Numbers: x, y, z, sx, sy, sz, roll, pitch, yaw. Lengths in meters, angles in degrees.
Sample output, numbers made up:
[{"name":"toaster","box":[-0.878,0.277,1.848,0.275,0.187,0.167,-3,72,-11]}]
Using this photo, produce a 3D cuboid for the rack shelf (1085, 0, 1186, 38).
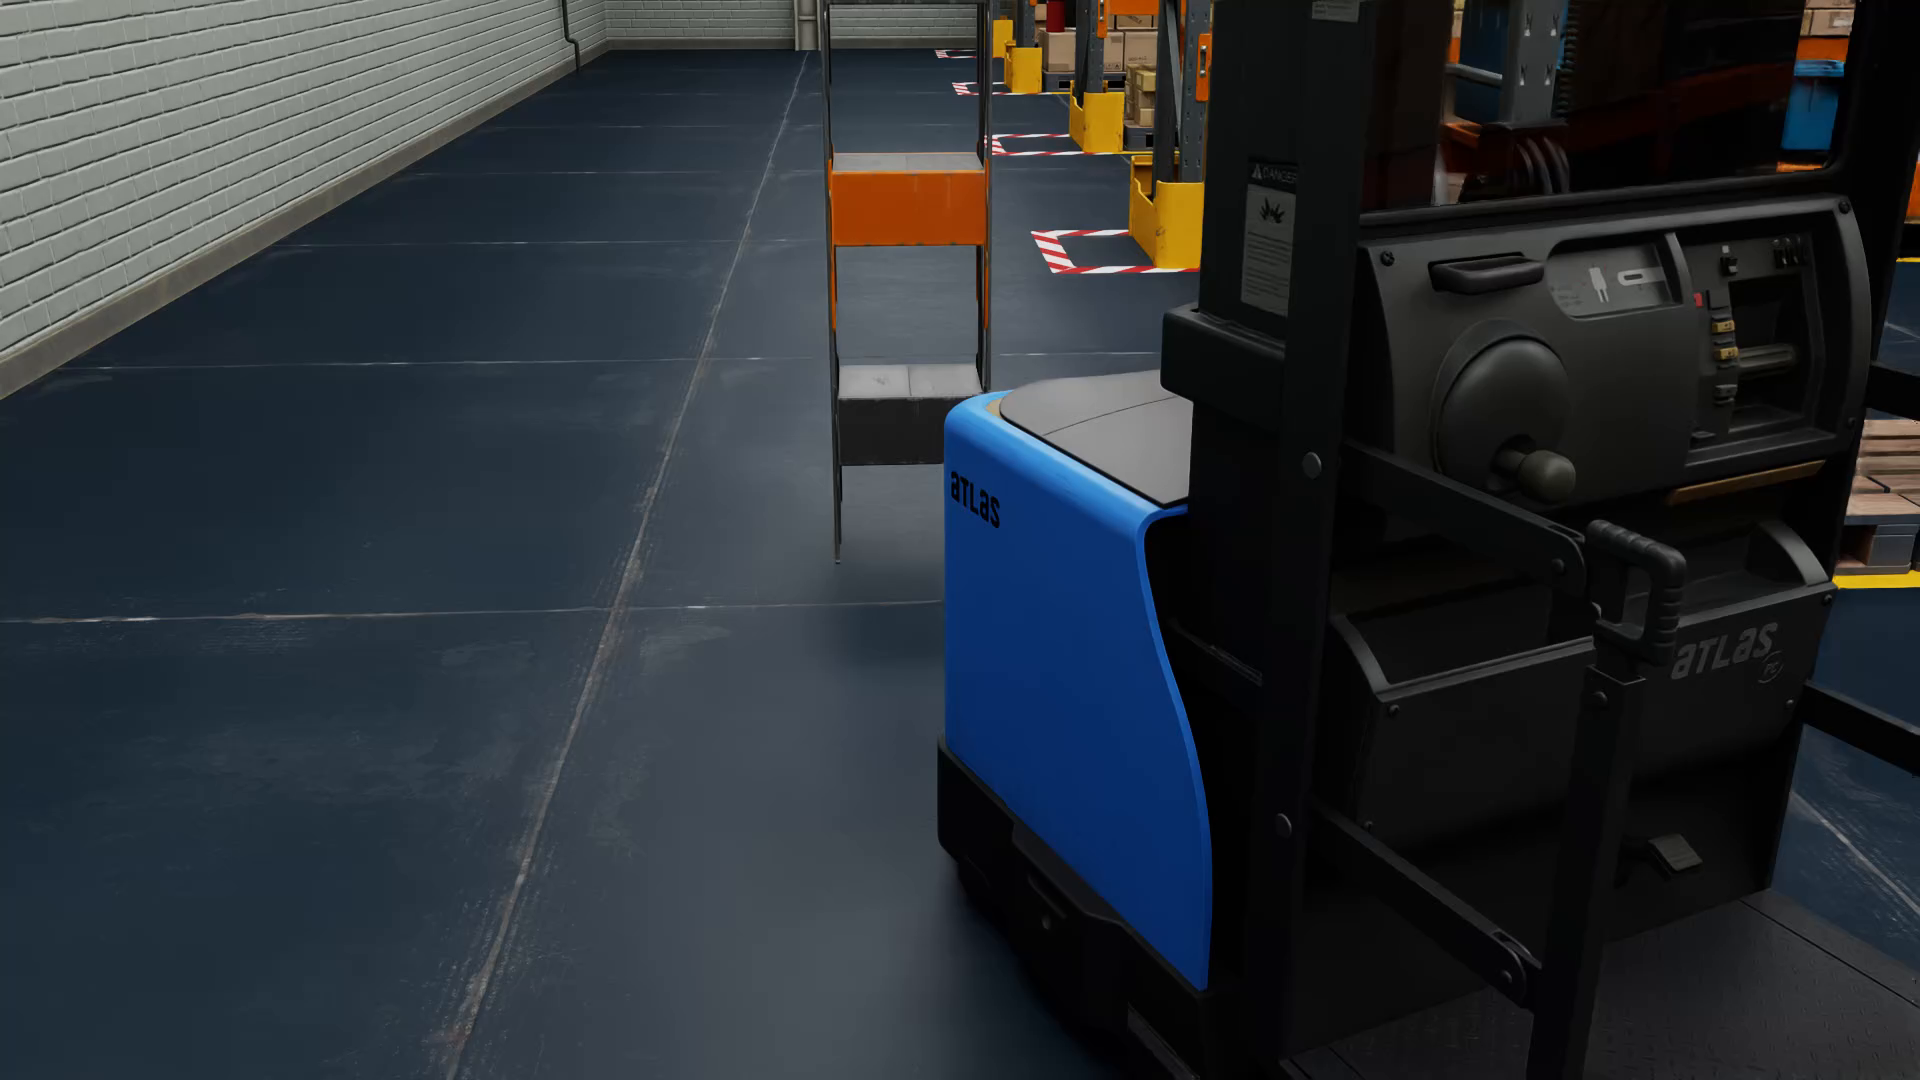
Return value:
[{"name":"rack shelf","box":[3.140,-4.683,14.716,4.000,0.370,1.077,-1,21,-3]}]

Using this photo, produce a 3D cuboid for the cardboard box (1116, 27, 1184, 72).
[{"name":"cardboard box","box":[2.326,-5.804,19.661,0.875,0.438,0.875,-1,21,-2]}]

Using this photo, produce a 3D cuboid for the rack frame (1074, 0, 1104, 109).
[{"name":"rack frame","box":[1.143,-4.978,14.481,0.127,3.000,1.000,-1,21,-3]}]

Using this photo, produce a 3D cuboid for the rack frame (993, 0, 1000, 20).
[{"name":"rack frame","box":[0.473,-8.498,23.726,0.127,3.000,1.000,-1,21,-3]}]

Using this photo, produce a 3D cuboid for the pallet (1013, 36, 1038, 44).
[{"name":"pallet","box":[1.345,-7.213,24.269,1.213,0.211,1.003,-1,21,-3]}]

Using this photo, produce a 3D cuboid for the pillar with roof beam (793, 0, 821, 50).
[{"name":"pillar with roof beam","box":[-2.025,-10.038,19.339,0.400,9.000,9.100,-1,21,-3]}]

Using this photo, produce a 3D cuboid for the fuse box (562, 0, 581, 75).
[{"name":"fuse box","box":[-4.842,-6.759,20.969,0.414,1.711,0.539,-1,21,-3]}]

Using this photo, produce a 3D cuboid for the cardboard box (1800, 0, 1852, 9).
[{"name":"cardboard box","box":[4.893,-3.262,9.767,0.500,0.250,0.500,-2,21,-4]}]

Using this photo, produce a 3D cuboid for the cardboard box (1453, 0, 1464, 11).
[{"name":"cardboard box","box":[2.841,-3.219,9.653,0.500,0.250,0.500,-2,21,-5]}]

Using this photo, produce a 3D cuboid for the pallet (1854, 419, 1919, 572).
[{"name":"pallet","box":[3.649,-0.178,5.793,1.213,0.211,1.003,-1,21,-3]}]

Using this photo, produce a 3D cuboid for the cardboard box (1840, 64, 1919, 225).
[{"name":"cardboard box","box":[5.957,-2.519,10.418,0.875,0.875,1.225,-1,21,-3]}]

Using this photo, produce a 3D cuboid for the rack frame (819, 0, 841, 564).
[{"name":"rack frame","box":[-0.409,-0.973,5.226,0.015,2.100,0.400,-1,21,-3]}]

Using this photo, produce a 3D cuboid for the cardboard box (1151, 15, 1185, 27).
[{"name":"cardboard box","box":[2.981,-7.529,24.105,0.500,0.500,0.700,-2,21,-5]}]

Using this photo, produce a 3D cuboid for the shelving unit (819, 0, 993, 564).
[{"name":"shelving unit","box":[-0.165,-0.978,5.239,0.503,2.100,0.431,-1,21,-3]}]

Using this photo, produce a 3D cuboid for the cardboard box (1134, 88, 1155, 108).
[{"name":"cardboard box","box":[1.681,-3.901,14.649,0.250,0.149,0.380,0,21,-1]}]

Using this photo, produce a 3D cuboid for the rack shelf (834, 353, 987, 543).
[{"name":"rack shelf","box":[-0.165,-0.311,5.492,0.480,0.518,0.431,-1,21,-3]}]

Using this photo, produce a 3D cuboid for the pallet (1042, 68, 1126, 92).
[{"name":"pallet","box":[1.554,-5.476,19.706,1.213,0.211,1.003,-1,21,-3]}]

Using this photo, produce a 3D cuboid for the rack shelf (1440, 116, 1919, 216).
[{"name":"rack shelf","box":[3.605,-1.159,5.462,4.000,0.370,1.077,-1,21,-3]}]

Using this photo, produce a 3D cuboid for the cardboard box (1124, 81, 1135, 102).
[{"name":"cardboard box","box":[1.654,-4.093,15.155,0.250,0.149,0.380,-2,21,-5]}]

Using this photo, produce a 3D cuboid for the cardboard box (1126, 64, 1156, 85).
[{"name":"cardboard box","box":[1.658,-4.221,15.073,0.250,0.149,0.380,-1,21,-2]}]

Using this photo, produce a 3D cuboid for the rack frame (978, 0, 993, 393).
[{"name":"rack frame","box":[0.078,-0.983,5.252,0.015,2.100,0.400,-1,21,-3]}]

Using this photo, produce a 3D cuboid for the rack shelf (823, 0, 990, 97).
[{"name":"rack shelf","box":[-0.165,-1.619,4.994,0.480,0.518,0.431,-1,21,-3]}]

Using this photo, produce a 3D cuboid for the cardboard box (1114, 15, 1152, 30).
[{"name":"cardboard box","box":[2.478,-7.484,23.984,0.500,0.500,0.500,-1,21,-2]}]

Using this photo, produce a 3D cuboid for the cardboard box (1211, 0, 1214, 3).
[{"name":"cardboard box","box":[1.794,-3.387,10.095,0.500,0.250,0.500,-1,21,-4]}]

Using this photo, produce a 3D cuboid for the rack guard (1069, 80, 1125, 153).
[{"name":"rack guard","box":[1.219,-3.812,14.930,0.348,0.500,1.175,-1,21,-3]}]

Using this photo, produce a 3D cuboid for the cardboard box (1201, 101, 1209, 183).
[{"name":"cardboard box","box":[1.960,-2.459,10.260,0.875,0.875,0.875,-1,21,-3]}]

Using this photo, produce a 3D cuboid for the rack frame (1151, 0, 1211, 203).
[{"name":"rack frame","box":[1.326,-3.214,9.848,0.127,3.000,1.000,-1,21,-3]}]

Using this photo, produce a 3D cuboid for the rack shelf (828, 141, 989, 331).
[{"name":"rack shelf","box":[-0.165,-0.965,5.243,0.480,0.518,0.431,-1,21,-3]}]

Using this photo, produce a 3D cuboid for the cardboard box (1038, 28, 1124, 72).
[{"name":"cardboard box","box":[1.413,-5.783,19.604,0.875,0.438,0.875,-2,21,-5]}]

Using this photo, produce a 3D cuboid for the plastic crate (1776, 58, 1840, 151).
[{"name":"plastic crate","box":[2.531,-1.306,4.987,0.300,0.233,0.416,-1,21,-3]}]

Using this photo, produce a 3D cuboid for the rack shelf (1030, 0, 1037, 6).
[{"name":"rack shelf","box":[2.757,-6.439,19.329,4.000,0.370,1.077,-1,21,-3]}]

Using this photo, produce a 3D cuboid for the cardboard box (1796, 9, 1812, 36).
[{"name":"cardboard box","box":[4.776,-3.050,9.770,0.250,0.149,0.380,-1,21,-2]}]

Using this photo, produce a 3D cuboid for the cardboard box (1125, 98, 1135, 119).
[{"name":"cardboard box","box":[1.657,-3.927,15.137,0.250,0.149,0.380,-1,21,-2]}]

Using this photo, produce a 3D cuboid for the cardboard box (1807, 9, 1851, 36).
[{"name":"cardboard box","box":[5.034,-3.056,9.784,0.250,0.149,0.380,-1,21,-3]}]

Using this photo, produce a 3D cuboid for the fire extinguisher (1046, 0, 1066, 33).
[{"name":"fire extinguisher","box":[0.866,-4.927,14.979,0.183,0.674,0.296,-1,21,-3]}]

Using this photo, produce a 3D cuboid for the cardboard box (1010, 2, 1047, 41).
[{"name":"cardboard box","box":[1.089,-7.506,24.039,0.637,0.503,0.797,-2,21,-5]}]

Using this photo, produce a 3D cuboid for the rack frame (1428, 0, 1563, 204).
[{"name":"rack frame","box":[1.608,-1.455,5.227,0.127,3.000,1.000,-1,21,-3]}]

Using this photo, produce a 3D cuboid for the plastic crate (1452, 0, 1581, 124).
[{"name":"plastic crate","box":[1.932,-1.573,5.402,0.499,0.435,0.616,-1,21,-3]}]

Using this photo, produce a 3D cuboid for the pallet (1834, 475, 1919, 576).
[{"name":"pallet","box":[2.434,-0.155,5.731,1.213,0.211,1.003,-1,21,-3]}]

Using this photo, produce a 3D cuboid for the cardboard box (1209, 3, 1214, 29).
[{"name":"cardboard box","box":[1.662,-3.221,10.219,0.250,0.149,0.380,-1,21,-2]}]

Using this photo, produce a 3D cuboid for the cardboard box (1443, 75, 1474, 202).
[{"name":"cardboard box","box":[2.869,-2.478,10.309,0.875,0.875,0.875,-1,21,-3]}]

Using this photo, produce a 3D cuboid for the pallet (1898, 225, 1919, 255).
[{"name":"pallet","box":[6.085,-2.035,10.669,1.213,0.211,1.003,-1,21,-3]}]

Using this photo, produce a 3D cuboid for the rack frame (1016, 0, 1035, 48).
[{"name":"rack frame","box":[0.760,-6.735,19.095,0.127,3.000,1.000,-1,21,-3]}]

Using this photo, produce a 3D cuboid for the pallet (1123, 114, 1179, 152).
[{"name":"pallet","box":[2.032,-3.681,14.992,1.213,0.211,1.003,-1,21,-3]}]

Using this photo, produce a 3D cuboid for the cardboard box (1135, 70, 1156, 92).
[{"name":"cardboard box","box":[1.686,-4.010,14.519,0.250,0.149,0.380,-2,21,-6]}]

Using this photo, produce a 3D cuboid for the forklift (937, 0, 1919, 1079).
[{"name":"forklift","box":[1.058,-0.262,2.191,1.130,2.935,3.031,-10,23,-25]}]

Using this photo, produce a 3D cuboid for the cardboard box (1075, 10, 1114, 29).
[{"name":"cardboard box","box":[1.945,-7.508,24.049,0.500,0.500,0.700,0,21,-1]}]

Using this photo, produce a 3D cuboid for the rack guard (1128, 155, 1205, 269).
[{"name":"rack guard","box":[1.302,-2.046,10.292,0.348,0.500,1.175,-1,21,-3]}]

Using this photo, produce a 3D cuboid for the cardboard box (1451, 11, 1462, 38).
[{"name":"cardboard box","box":[2.725,-3.009,9.661,0.250,0.149,0.380,-2,21,-4]}]

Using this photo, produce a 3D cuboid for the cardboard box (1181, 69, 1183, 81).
[{"name":"cardboard box","box":[1.954,-4.059,14.646,0.250,0.149,0.380,-1,21,-2]}]

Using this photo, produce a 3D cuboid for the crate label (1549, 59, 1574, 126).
[{"name":"crate label","box":[1.874,-1.293,4.952,0.303,0.233,0.416,-1,21,-3]}]

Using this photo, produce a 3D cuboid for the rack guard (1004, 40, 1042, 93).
[{"name":"rack guard","box":[0.736,-5.566,19.538,0.348,0.500,1.175,-1,21,-3]}]

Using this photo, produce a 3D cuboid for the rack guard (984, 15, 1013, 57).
[{"name":"rack guard","box":[0.549,-7.331,24.174,0.348,0.500,1.175,-1,21,-3]}]

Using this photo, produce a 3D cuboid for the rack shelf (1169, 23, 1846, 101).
[{"name":"rack shelf","box":[3.322,-2.919,10.083,4.000,0.370,1.077,-1,21,-3]}]

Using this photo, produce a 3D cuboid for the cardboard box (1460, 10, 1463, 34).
[{"name":"cardboard box","box":[2.983,-3.014,9.675,0.250,0.149,0.380,-1,21,-4]}]

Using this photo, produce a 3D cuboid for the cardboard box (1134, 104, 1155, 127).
[{"name":"cardboard box","box":[1.685,-3.739,14.643,0.250,0.149,0.380,-1,21,-2]}]
